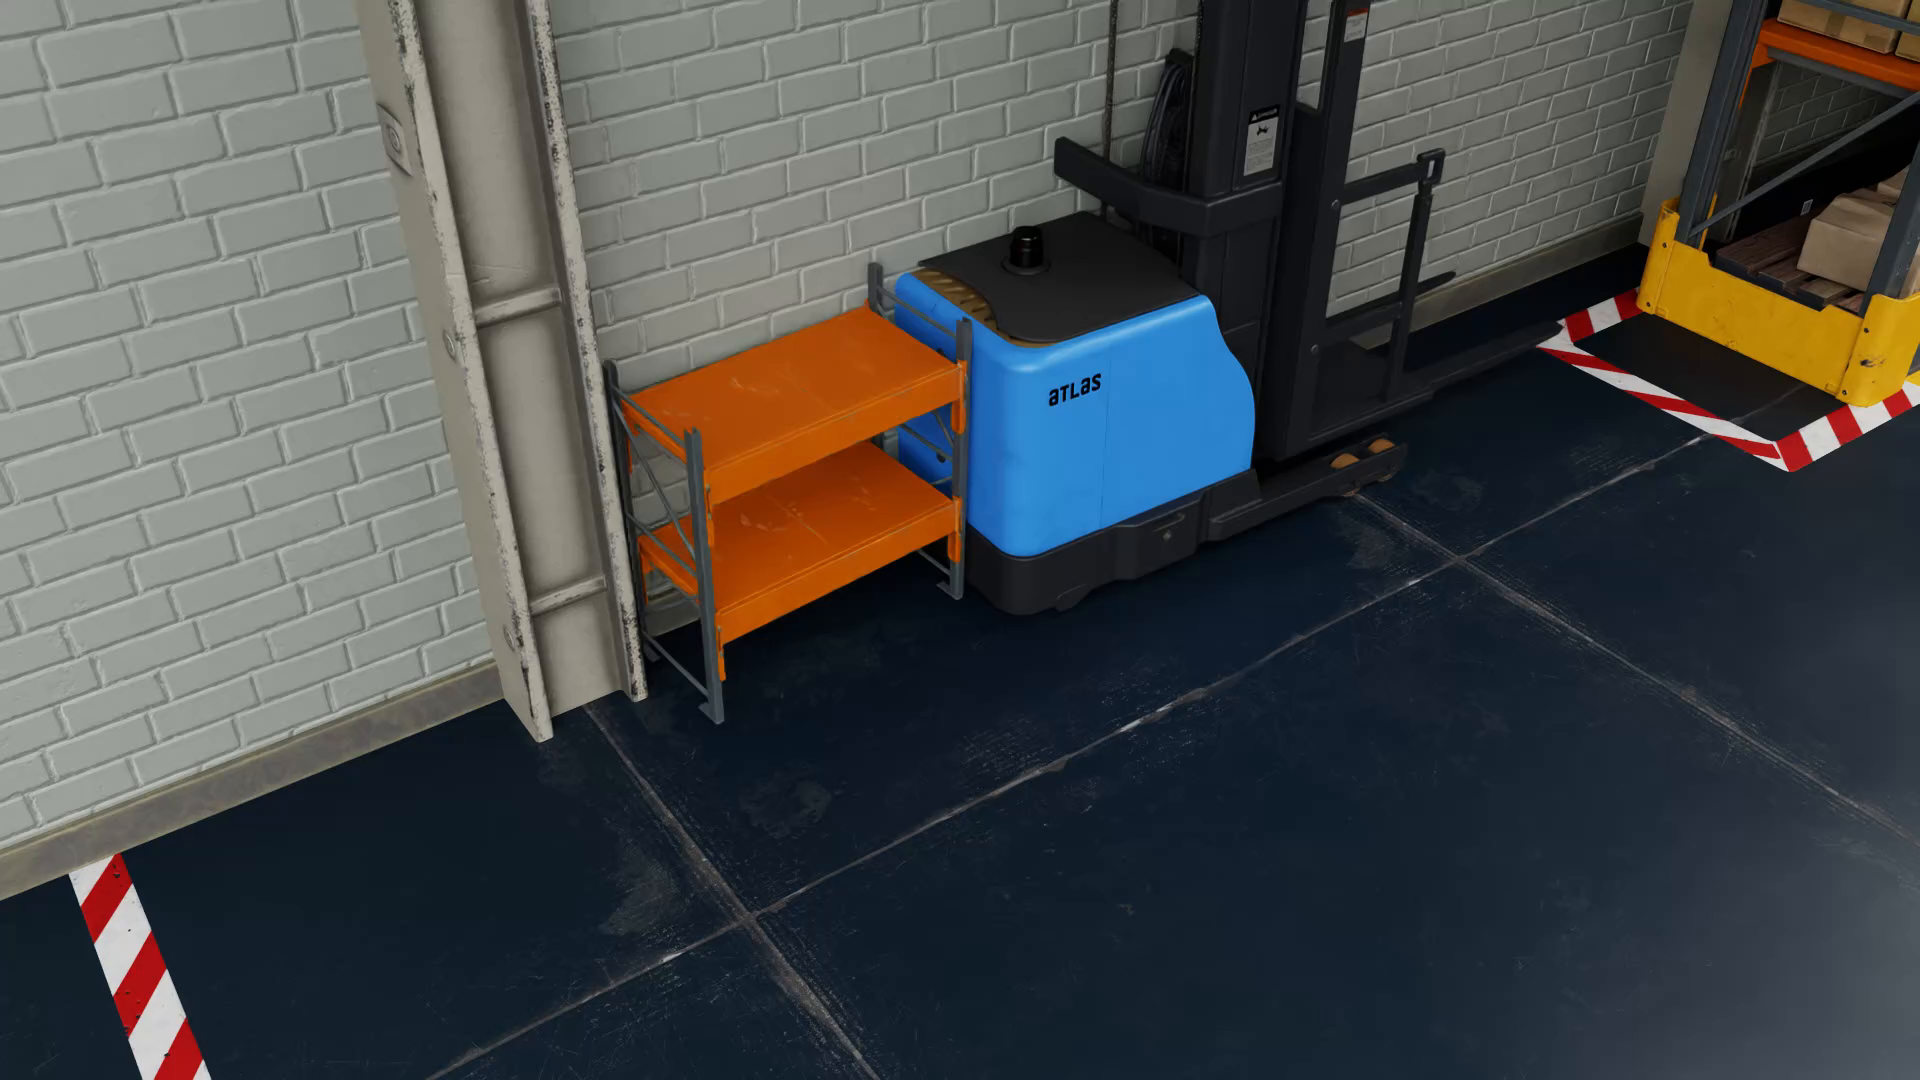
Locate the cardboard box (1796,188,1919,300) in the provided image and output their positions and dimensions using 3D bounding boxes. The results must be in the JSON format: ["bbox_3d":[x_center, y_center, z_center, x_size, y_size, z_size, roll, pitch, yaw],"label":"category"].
[{"bbox_3d":[4.166,-1.352,7.487,0.500,0.311,0.500,-28,44,-33],"label":"cardboard box"}]

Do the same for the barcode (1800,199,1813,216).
[{"bbox_3d":[3.950,-1.552,7.758,0.075,0.075,0.001,-22,41,-28],"label":"barcode"}]

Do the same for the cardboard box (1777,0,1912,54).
[{"bbox_3d":[3.819,-2.272,6.951,0.500,0.250,0.500,-22,41,-27],"label":"cardboard box"}]

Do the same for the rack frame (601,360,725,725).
[{"bbox_3d":[-0.922,0.028,5.196,0.032,1.125,0.500,-26,46,-32],"label":"rack frame"}]

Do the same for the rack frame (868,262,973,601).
[{"bbox_3d":[-0.147,-0.356,5.731,0.032,1.125,0.500,-26,46,-32],"label":"rack frame"}]

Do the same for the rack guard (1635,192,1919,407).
[{"bbox_3d":[3.610,-1.086,7.331,0.348,0.500,1.175,-22,41,-28],"label":"rack guard"}]

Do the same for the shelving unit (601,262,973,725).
[{"bbox_3d":[-0.535,-0.164,5.464,1.048,1.125,0.538,-26,46,-32],"label":"shelving unit"}]

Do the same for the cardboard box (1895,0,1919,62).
[{"bbox_3d":[4.130,-2.035,6.622,0.500,0.250,0.500,-24,42,-29],"label":"cardboard box"}]

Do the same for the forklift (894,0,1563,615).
[{"bbox_3d":[1.152,-1.593,5.955,3.031,2.935,1.130,-21,41,-27],"label":"forklift"}]

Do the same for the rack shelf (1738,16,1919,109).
[{"bbox_3d":[5.183,-2.456,7.711,4.000,0.370,1.077,-22,41,-28],"label":"rack shelf"}]

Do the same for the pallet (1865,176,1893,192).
[{"bbox_3d":[5.291,-1.633,8.339,1.213,0.211,1.003,-22,41,-28],"label":"pallet"}]

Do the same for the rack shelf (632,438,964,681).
[{"bbox_3d":[-0.541,0.030,5.612,1.000,0.278,0.538,-26,46,-32],"label":"rack shelf"}]

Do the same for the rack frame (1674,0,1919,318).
[{"bbox_3d":[3.548,-2.075,6.566,0.127,3.000,1.000,-22,41,-28],"label":"rack frame"}]

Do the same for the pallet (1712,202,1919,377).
[{"bbox_3d":[4.295,-1.225,7.772,1.213,0.211,1.003,-22,41,-28],"label":"pallet"}]

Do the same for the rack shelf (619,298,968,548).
[{"bbox_3d":[-0.527,-0.397,5.286,1.000,0.278,0.538,-26,46,-32],"label":"rack shelf"}]

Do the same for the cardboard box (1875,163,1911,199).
[{"bbox_3d":[4.632,-1.544,7.753,0.500,0.311,0.500,-19,40,-24],"label":"cardboard box"}]

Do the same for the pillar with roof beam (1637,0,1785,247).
[{"bbox_3d":[6.102,-3.104,2.859,0.400,9.000,9.100,-22,41,-28],"label":"pillar with roof beam"}]
